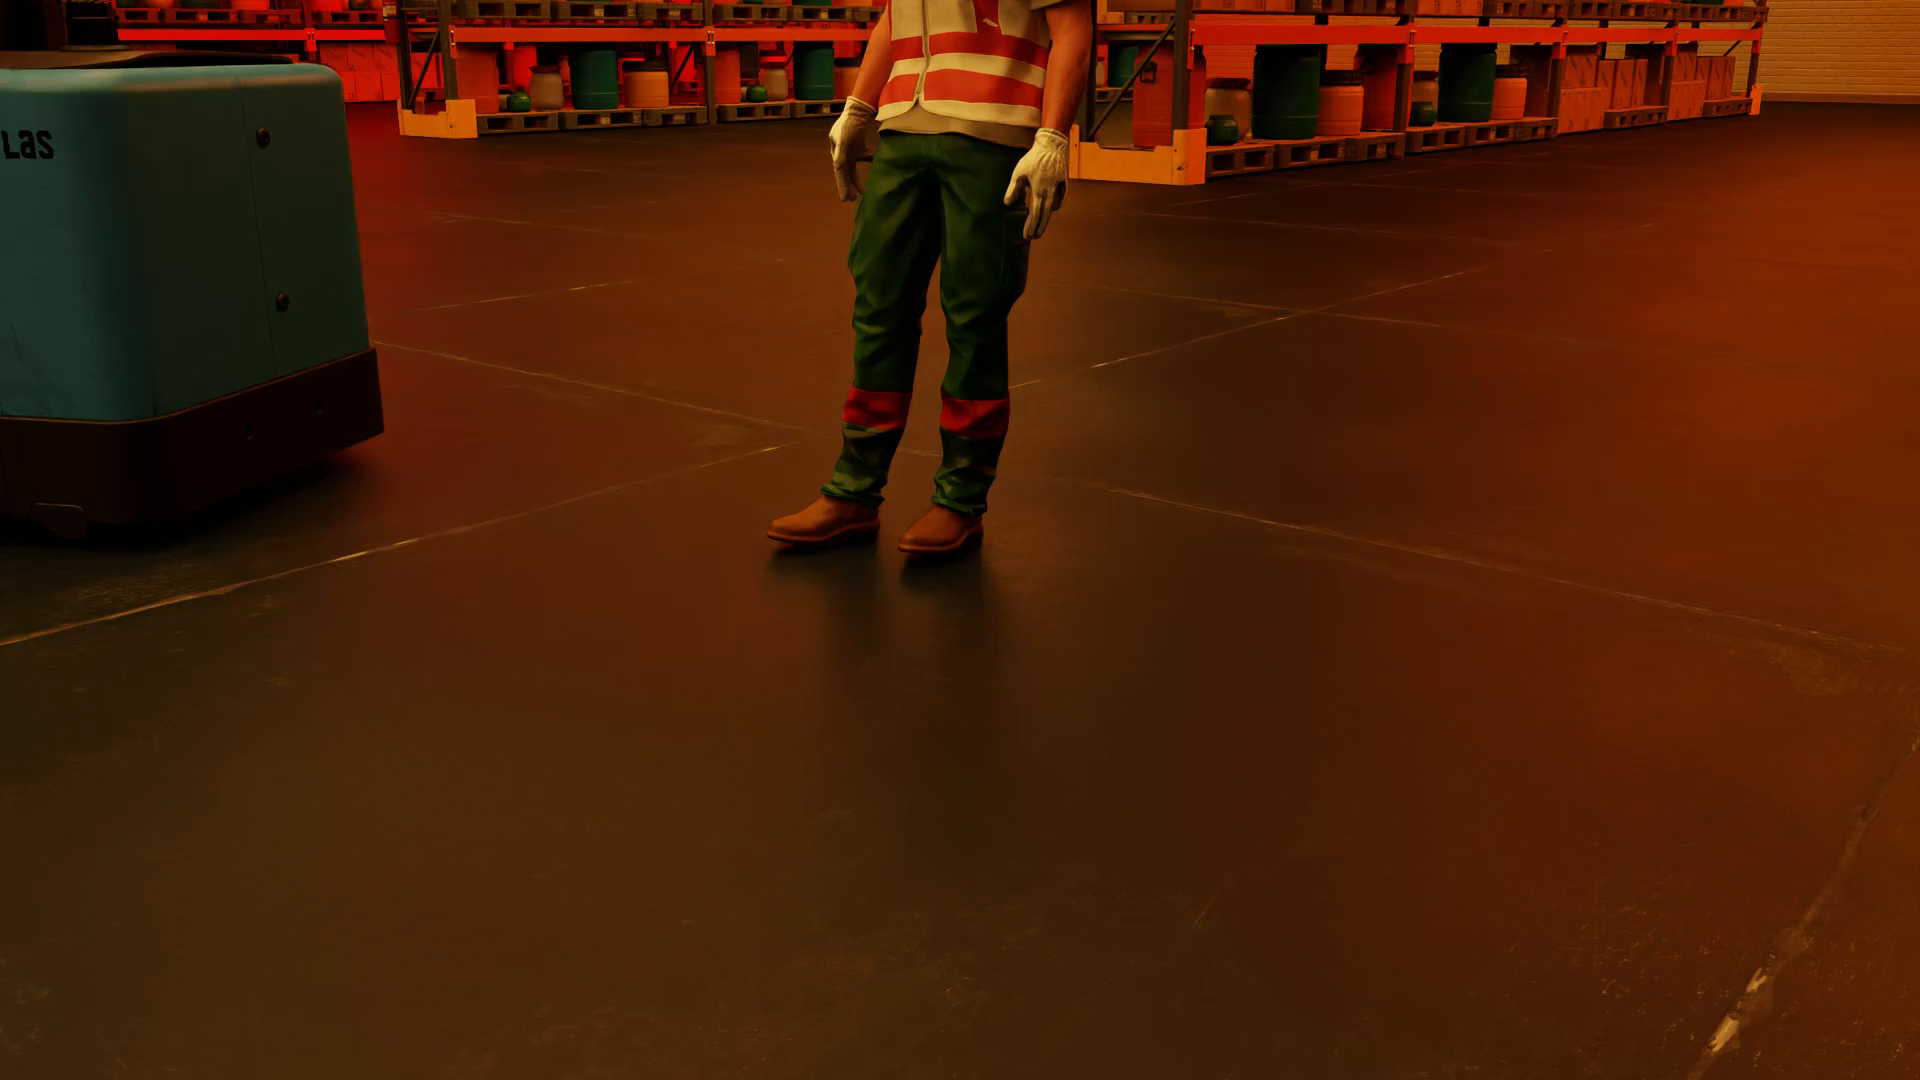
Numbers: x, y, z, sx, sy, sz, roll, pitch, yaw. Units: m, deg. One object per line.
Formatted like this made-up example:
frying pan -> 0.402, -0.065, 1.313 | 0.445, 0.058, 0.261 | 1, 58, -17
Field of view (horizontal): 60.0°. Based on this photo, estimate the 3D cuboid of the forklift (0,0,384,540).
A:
forklift -> -3.200, -1.603, 4.178 | 3.031, 2.935, 1.130 | 4, 17, 12

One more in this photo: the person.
person -> -0.061, -0.848, 3.629 | 0.637, 1.787, 0.564 | 13, 21, 37
